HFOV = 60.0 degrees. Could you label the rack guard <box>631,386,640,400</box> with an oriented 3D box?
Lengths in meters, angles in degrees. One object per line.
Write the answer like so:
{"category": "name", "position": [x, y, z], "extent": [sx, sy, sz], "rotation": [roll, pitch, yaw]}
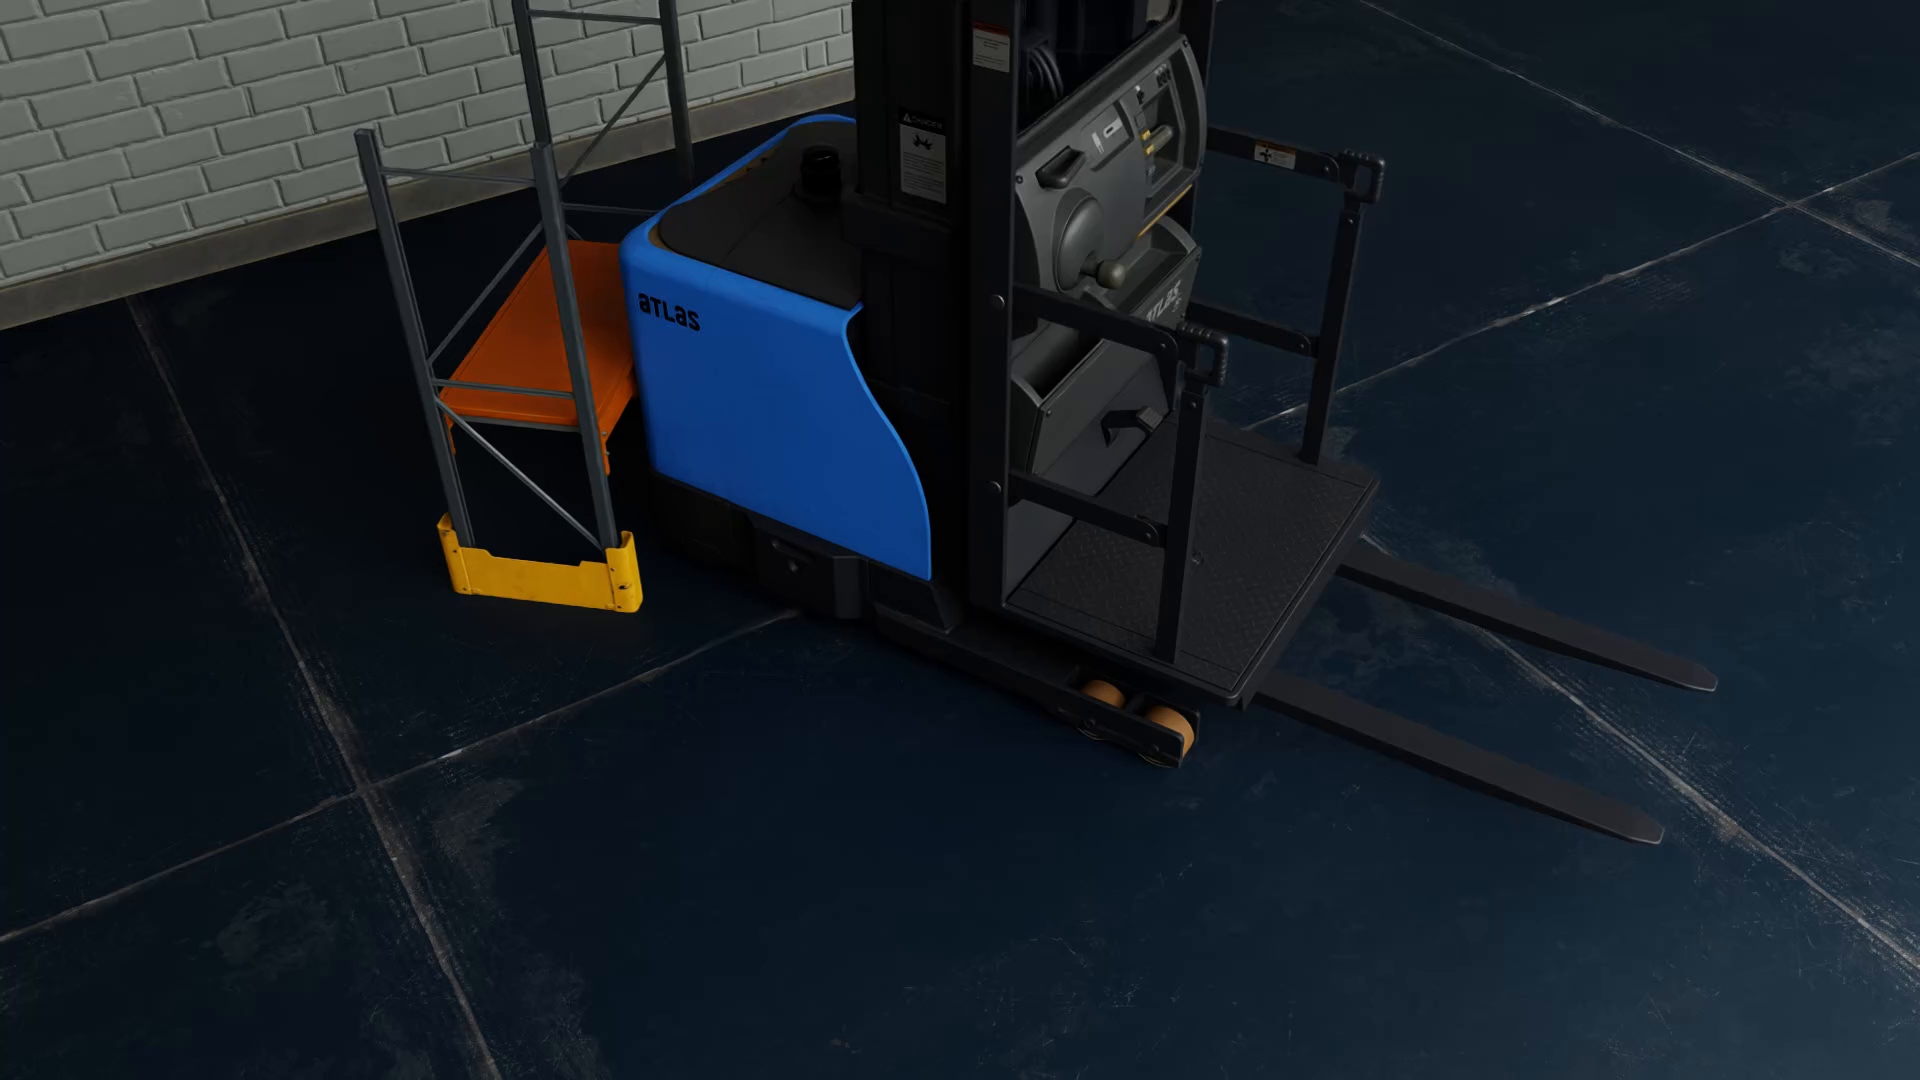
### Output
{"category": "rack guard", "position": [-1.085, -0.561, 5.729], "extent": [0.587, 0.250, 0.087], "rotation": [6, 40, 7]}

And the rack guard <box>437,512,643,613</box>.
{"category": "rack guard", "position": [-1.252, 0.067, 4.974], "extent": [0.587, 0.250, 0.087], "rotation": [6, 40, 7]}

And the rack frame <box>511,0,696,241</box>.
{"category": "rack frame", "position": [-1.082, -1.054, 5.343], "extent": [0.500, 1.500, 0.032], "rotation": [6, 40, 7]}

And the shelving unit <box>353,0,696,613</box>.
{"category": "shelving unit", "position": [-1.169, -0.727, 4.951], "extent": [0.587, 1.500, 1.083], "rotation": [6, 40, 7]}

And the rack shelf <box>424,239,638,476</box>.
{"category": "rack shelf", "position": [-1.167, -0.595, 5.073], "extent": [0.538, 0.185, 1.000], "rotation": [6, 40, 7]}

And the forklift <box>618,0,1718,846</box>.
{"category": "forklift", "position": [0.565, -0.902, 4.042], "extent": [3.031, 2.935, 1.130], "rotation": [21, 44, 23]}

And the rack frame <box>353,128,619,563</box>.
{"category": "rack frame", "position": [-1.253, -0.412, 4.573], "extent": [0.500, 1.500, 0.032], "rotation": [6, 40, 7]}
